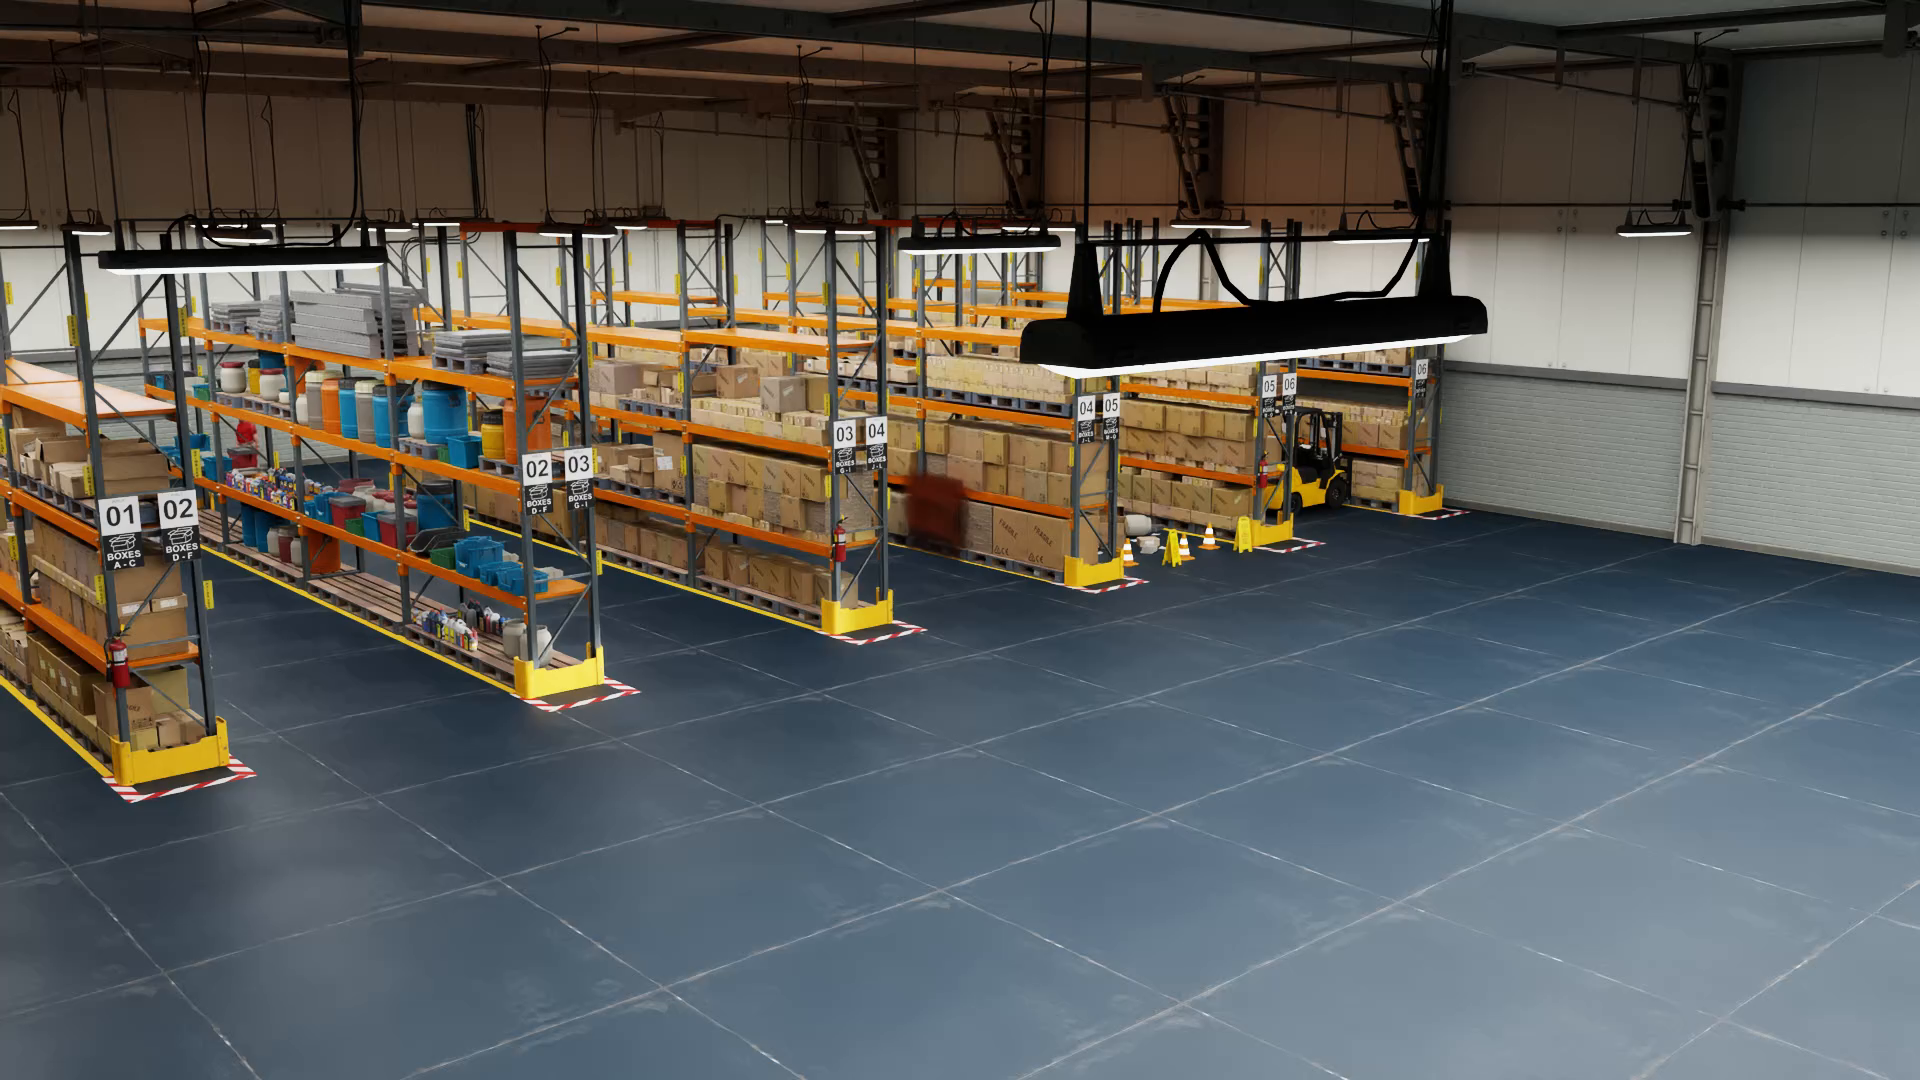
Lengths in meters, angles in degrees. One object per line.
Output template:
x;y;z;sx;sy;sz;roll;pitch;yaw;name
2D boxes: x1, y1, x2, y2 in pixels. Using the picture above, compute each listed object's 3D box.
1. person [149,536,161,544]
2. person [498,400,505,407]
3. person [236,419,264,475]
-12.738;0.354;26.100;0.415;1.559;0.768;-11;16;-43;person
-11.292;-2.873;41.844;0.760;1.764;0.790;-8;14;-36;person
-16.361;-2.114;38.019;0.552;1.692;0.928;8;14;36;person
